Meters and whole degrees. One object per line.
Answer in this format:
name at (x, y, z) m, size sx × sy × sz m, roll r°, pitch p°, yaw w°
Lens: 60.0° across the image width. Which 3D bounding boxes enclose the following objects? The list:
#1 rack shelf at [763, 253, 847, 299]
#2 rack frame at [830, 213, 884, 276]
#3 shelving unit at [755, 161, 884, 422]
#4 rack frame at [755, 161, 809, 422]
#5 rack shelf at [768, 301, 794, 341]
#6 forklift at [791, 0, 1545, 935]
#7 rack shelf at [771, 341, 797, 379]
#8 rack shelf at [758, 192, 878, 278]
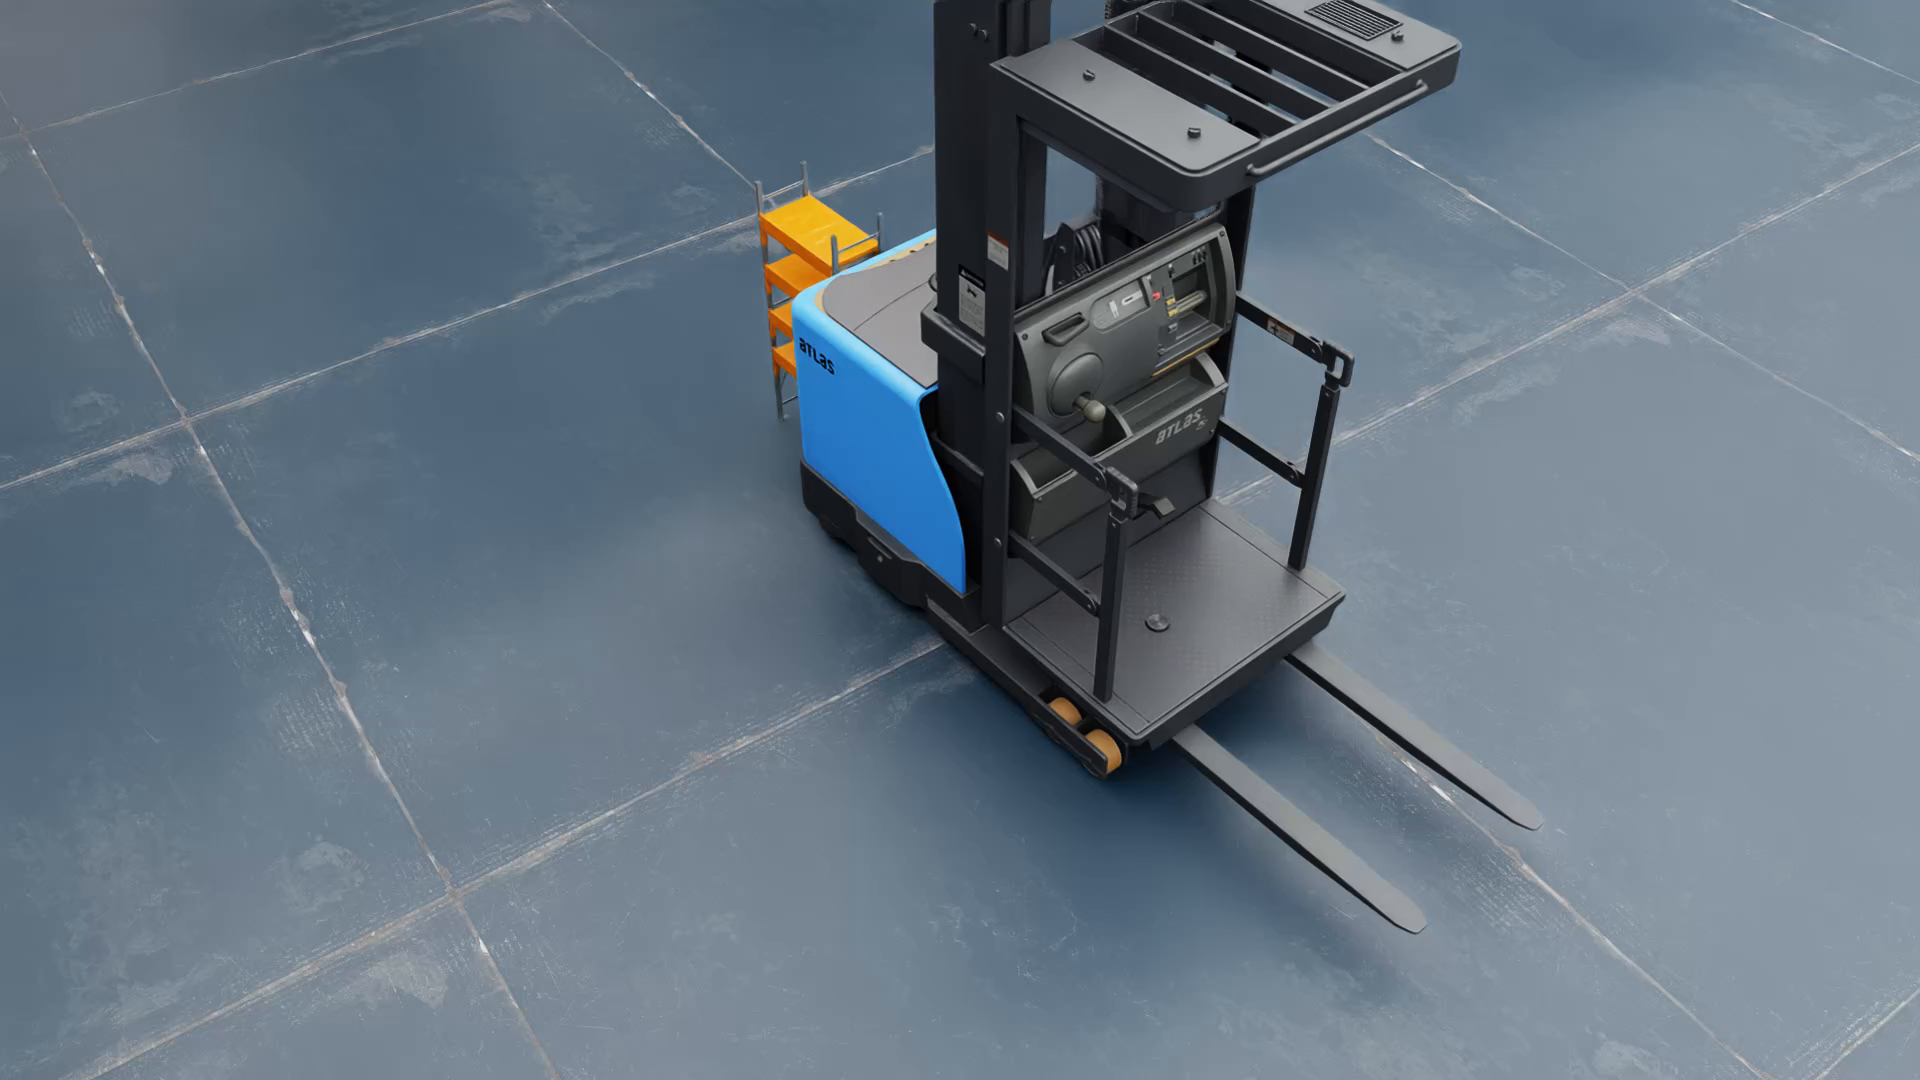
rack shelf at (-0.545, -0.993, 6.695) m, size 0.258 × 0.148 × 0.480 m, roll -30°, pitch 51°, yaw -28°
rack frame at (-0.388, -0.752, 6.668) m, size 0.240 × 1.200 × 0.015 m, roll -30°, pitch 51°, yaw -28°
shelving unit at (-0.545, -0.880, 6.803) m, size 0.258 × 1.200 × 0.503 m, roll -30°, pitch 51°, yaw -28°
rack frame at (-0.703, -1.009, 6.938) m, size 0.240 × 1.200 × 0.015 m, roll -30°, pitch 51°, yaw -28°
rack shelf at (-0.545, -0.832, 6.850) m, size 0.258 × 0.148 × 0.480 m, roll -30°, pitch 51°, yaw -28°
forklift at (0.691, -0.624, 5.281) m, size 1.130 × 2.935 × 3.031 m, roll -30°, pitch 51°, yaw -28°
rack shelf at (-0.545, -0.688, 6.987) m, size 0.258 × 0.148 × 0.480 m, roll -30°, pitch 51°, yaw -28°
rack shelf at (-0.545, -1.165, 6.532) m, size 0.258 × 0.148 × 0.480 m, roll -30°, pitch 51°, yaw -28°
